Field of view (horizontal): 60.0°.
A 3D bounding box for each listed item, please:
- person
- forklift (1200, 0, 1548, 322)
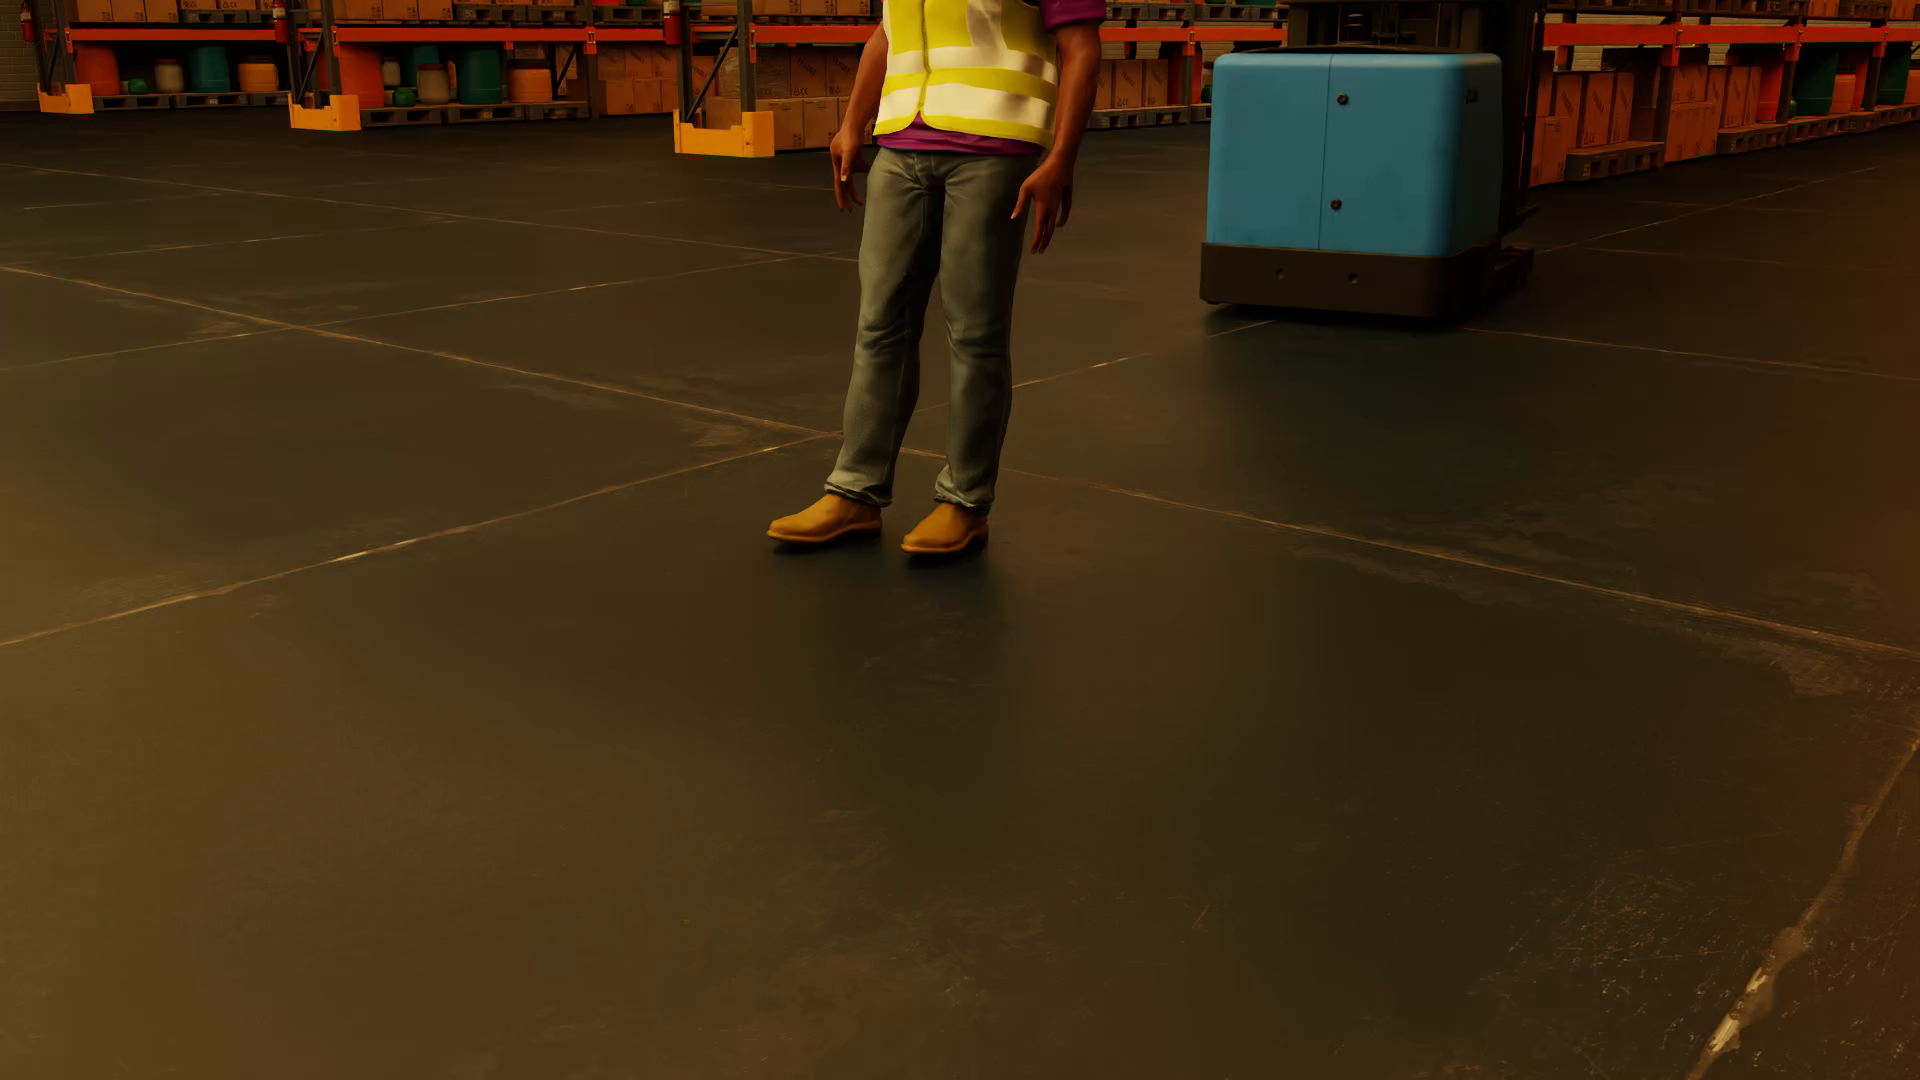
[{"bbox_3d":[-0.049,-0.838,3.636,0.665,1.765,0.577,13,21,37],"label":"person"},{"bbox_3d":[2.149,-2.666,7.678,1.130,2.935,3.031,9,19,26],"label":"forklift"}]
